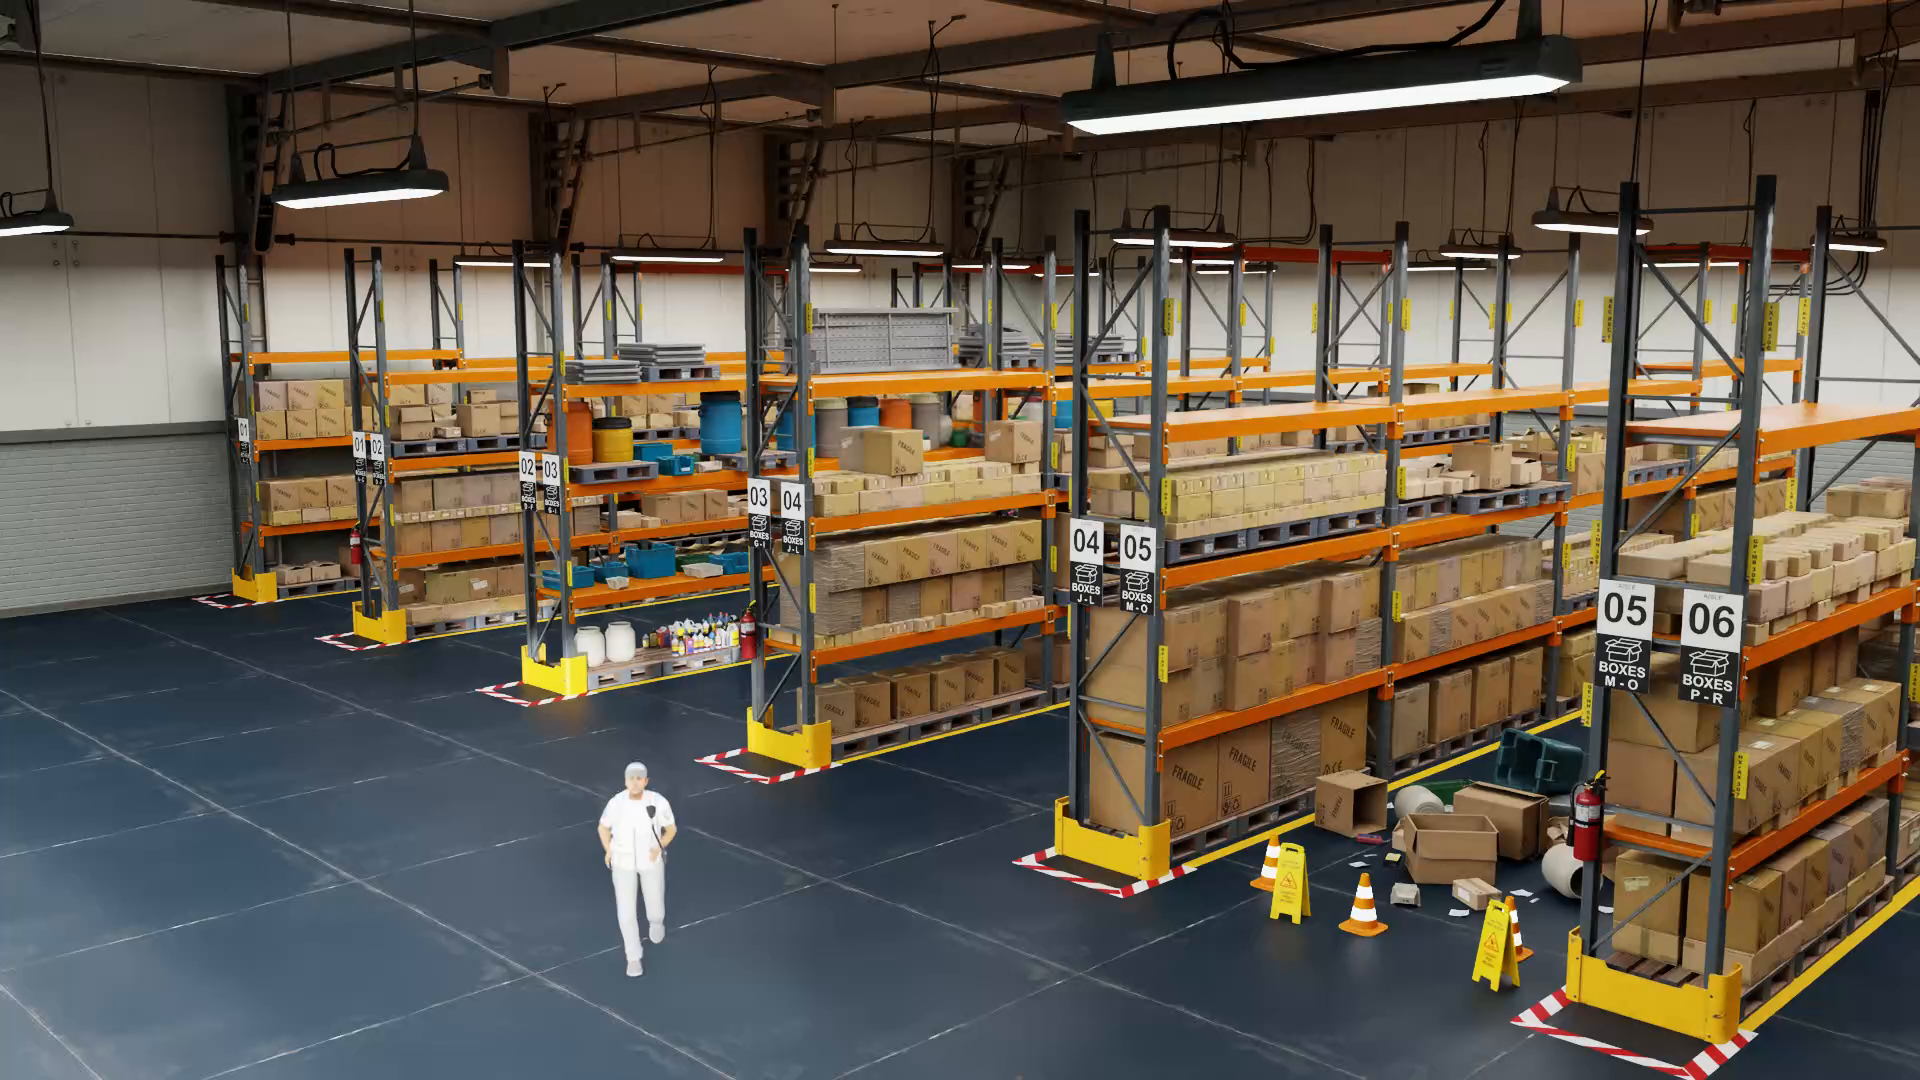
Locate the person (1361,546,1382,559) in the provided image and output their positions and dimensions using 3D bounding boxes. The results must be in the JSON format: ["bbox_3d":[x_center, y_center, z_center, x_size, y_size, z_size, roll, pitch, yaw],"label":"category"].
[{"bbox_3d":[6.048,0.871,24.310,0.638,1.839,0.767,8,11,43],"label":"person"}]

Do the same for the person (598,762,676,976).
[{"bbox_3d":[-2.531,2.531,13.043,0.610,1.621,0.687,-1,8,-6],"label":"person"}]
